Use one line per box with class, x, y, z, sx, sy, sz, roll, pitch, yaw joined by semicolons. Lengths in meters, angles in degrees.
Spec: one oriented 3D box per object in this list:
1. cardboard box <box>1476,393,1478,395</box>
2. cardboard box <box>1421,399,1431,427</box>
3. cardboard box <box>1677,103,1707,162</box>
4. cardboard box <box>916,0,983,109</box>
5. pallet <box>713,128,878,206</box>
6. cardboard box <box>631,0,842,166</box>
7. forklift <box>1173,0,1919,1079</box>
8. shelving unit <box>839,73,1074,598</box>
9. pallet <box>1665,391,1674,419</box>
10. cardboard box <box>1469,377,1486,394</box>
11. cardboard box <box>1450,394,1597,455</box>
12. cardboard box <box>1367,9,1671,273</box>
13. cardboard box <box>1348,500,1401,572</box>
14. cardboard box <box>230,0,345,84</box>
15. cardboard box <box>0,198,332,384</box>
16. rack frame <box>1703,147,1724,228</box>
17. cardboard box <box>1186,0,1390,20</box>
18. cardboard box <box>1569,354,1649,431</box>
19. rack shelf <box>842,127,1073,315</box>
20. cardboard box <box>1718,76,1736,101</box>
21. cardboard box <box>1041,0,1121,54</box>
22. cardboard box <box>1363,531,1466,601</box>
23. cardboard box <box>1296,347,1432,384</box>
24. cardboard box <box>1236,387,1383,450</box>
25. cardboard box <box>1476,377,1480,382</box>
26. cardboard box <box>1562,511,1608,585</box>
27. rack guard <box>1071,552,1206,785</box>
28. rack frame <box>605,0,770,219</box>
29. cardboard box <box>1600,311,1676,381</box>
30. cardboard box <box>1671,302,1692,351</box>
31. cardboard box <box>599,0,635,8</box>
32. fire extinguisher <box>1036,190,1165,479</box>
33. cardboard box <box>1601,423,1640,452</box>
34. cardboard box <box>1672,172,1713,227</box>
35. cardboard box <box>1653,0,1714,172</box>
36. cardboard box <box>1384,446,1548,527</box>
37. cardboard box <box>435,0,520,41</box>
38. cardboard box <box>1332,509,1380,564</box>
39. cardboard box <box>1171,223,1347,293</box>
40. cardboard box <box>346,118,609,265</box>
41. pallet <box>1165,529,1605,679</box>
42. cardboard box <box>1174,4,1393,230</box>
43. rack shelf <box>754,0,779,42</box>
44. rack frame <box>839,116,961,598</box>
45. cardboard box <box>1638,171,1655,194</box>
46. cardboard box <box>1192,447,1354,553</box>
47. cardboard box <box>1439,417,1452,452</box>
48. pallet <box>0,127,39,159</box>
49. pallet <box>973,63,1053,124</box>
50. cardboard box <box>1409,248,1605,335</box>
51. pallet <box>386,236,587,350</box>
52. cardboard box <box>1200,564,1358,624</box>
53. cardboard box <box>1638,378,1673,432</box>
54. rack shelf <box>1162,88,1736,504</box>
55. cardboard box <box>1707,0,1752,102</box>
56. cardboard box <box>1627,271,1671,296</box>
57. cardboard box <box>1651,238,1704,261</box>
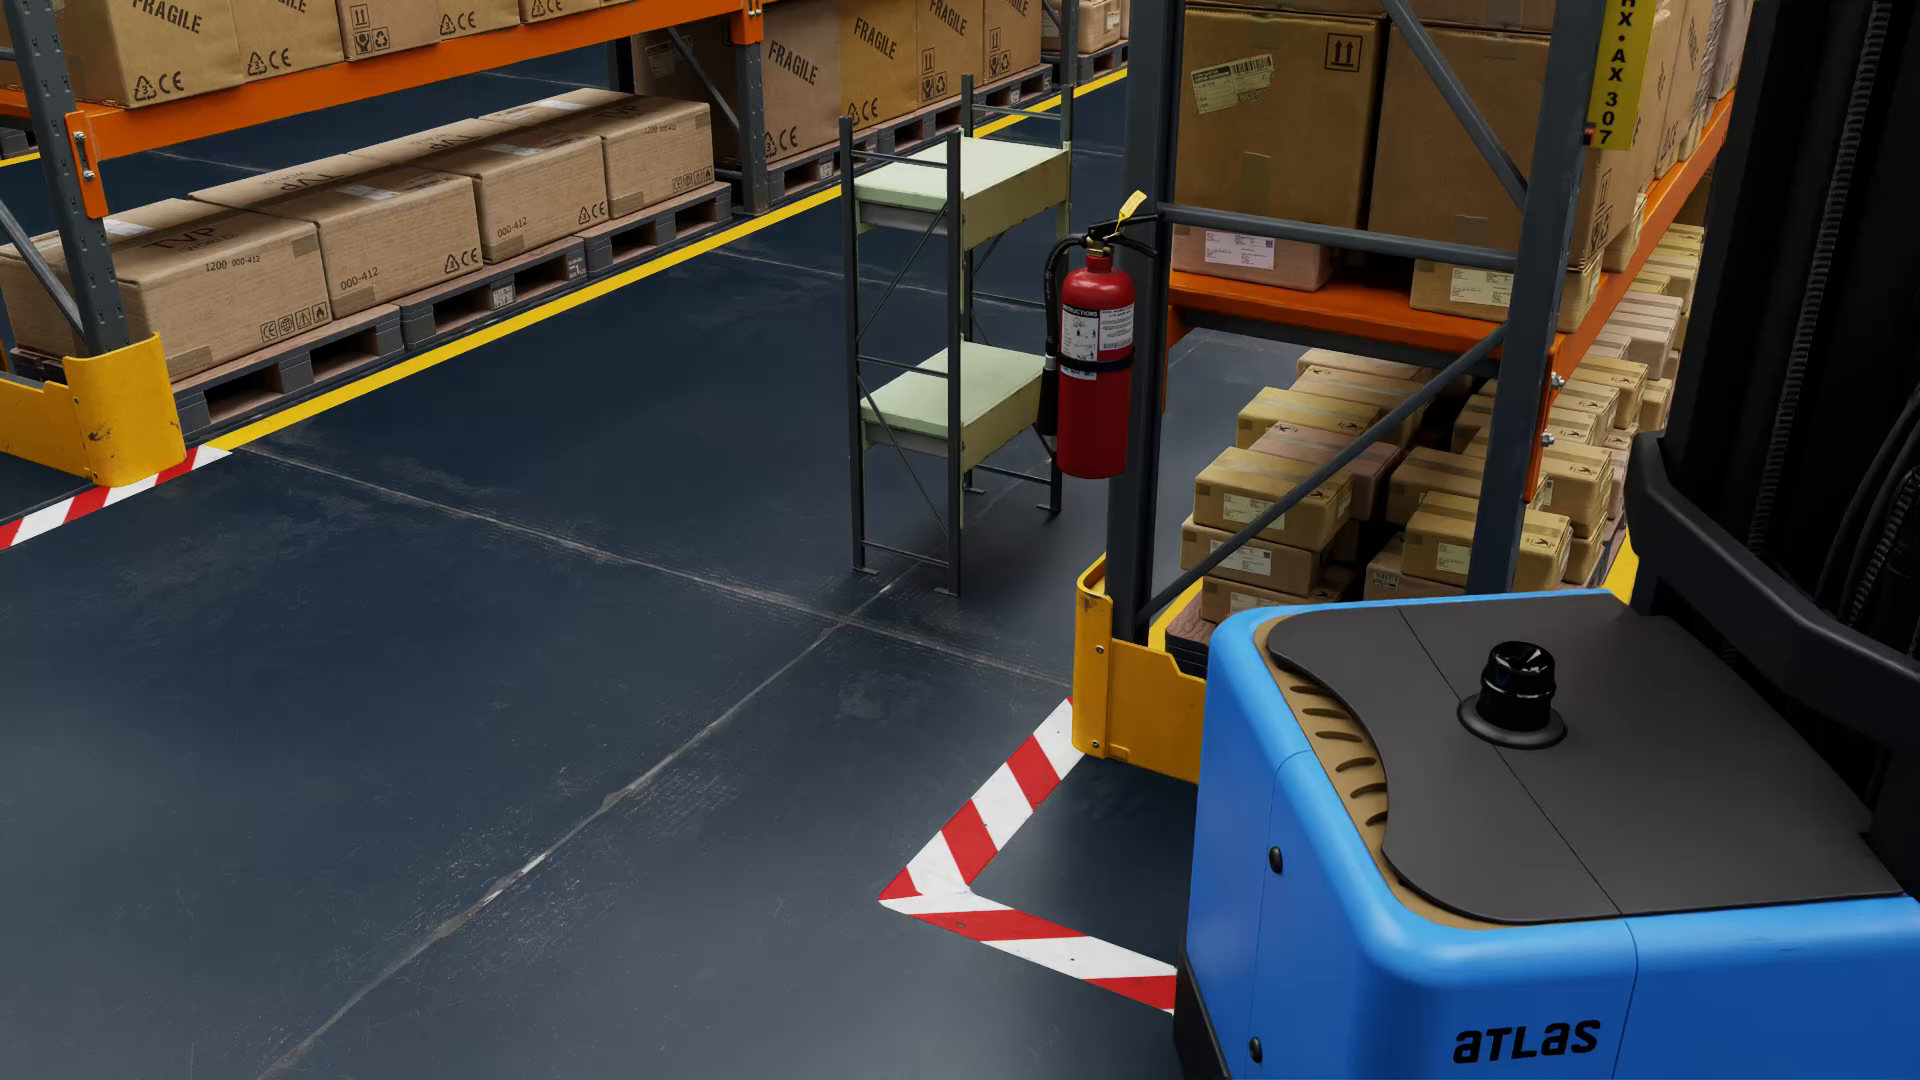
cardboard box;1.917;-0.395;5.572;0.380;0.149;0.250;16;31;29
cardboard box;1.351;-0.399;5.580;0.380;0.149;0.250;15;30;27
cardboard box;2.167;-1.336;5.348;0.380;0.149;0.250;15;30;27
cardboard box;-0.436;-3.486;11.267;0.875;0.875;0.875;15;30;27
pallet;-1.235;-2.357;10.223;1.003;0.211;1.213;14;30;26
cardboard box;-1.314;-2.784;9.864;0.875;0.875;0.875;15;30;28
forklift;2.002;-0.088;2.651;3.031;2.935;1.130;-3;27;-6
shelving unit;0.003;-0.673;5.419;0.431;1.500;0.755;14;30;26
pallet;2.511;-0.720;6.952;1.003;0.211;1.213;14;30;26
cardboard box;1.748;-0.563;6.240;0.380;0.149;0.250;13;30;25
cardboard box;1.712;-0.304;5.058;0.380;0.149;0.250;13;29;24
cardboard box;1.304;-0.969;3.891;0.500;0.500;0.500;16;31;28
cardboard box;1.163;-0.048;5.210;0.380;0.149;0.250;14;30;26
cardboard box;-2.806;-2.100;6.482;0.500;0.500;0.500;14;30;25
cardboard box;-3.279;-1.049;6.888;0.875;0.438;0.875;13;29;24
rack frame;2.810;-2.236;6.866;1.000;3.000;0.127;14;30;26
cardboard box;0.851;-1.535;3.905;0.500;0.500;0.500;14;30;25
cardboard box;2.026;-0.503;5.455;0.380;0.149;0.250;15;30;27
rack shelf;0.003;-1.022;5.245;0.431;0.370;0.720;14;30;26
cardboard box;2.658;-1.746;6.167;0.380;0.149;0.250;15;30;28
cardboard box;0.705;-4.076;13.009;0.950;0.372;0.625;12;29;23
cardboard box;1.324;0.129;4.525;0.380;0.149;0.250;16;31;28
cardboard box;1.339;-0.536;5.522;0.380;0.149;0.250;15;30;28
cardboard box;1.073;-0.333;5.114;0.380;0.149;0.250;13;30;25
cardboard box;1.748;-0.699;6.179;0.380;0.149;0.250;14;30;26
cardboard box;1.774;-0.018;5.150;0.380;0.149;0.250;15;30;27
rack guard;0.880;0.411;4.371;1.175;0.500;0.348;14;30;26
rack frame;-1.549;-3.287;8.965;1.000;3.000;0.127;14;30;26
cardboard box;2.284;-0.695;5.838;0.380;0.149;0.250;13;29;24
cardboard box;2.693;-0.873;6.526;0.380;0.149;0.250;13;29;24
cardboard box;-1.803;-2.893;8.066;0.500;0.500;0.500;13;30;25
fire extinguisher;0.317;-0.479;3.860;0.296;0.674;0.183;14;30;26
cardboard box;2.128;-0.330;5.773;0.380;0.149;0.250;14;30;26
cardboard box;3.405;-1.536;7.790;0.500;0.500;0.500;15;30;28
cardboard box;1.797;-1.371;4.695;0.500;0.500;0.500;15;30;27
cardboard box;1.427;-0.120;4.689;0.380;0.149;0.250;15;30;27
cardboard box;-2.309;-2.493;7.267;0.500;0.500;0.500;15;30;28
cardboard box;1.029;-0.082;4.946;0.380;0.149;0.250;13;30;25
cardboard box;0.757;-0.754;4.186;0.380;0.149;0.250;14;30;26
cardboard box;-2.391;-1.759;8.306;0.875;0.438;0.875;13;29;25
pallet;1.310;0.231;5.052;1.003;0.211;1.213;14;30;26
cardboard box;0.839;-1.087;4.126;0.500;0.500;0.500;15;30;27
rack shelf;-0.565;-3.745;10.683;1.077;0.370;4.000;14;30;26
rack frame;-0.177;-0.531;5.135;0.400;1.500;0.023;14;30;26
cardboard box;1.864;-1.142;4.961;0.380;0.149;0.250;14;30;25
cardboard box;0.882;-0.118;4.687;0.380;0.149;0.250;15;30;27
cardboard box;1.496;-0.362;5.838;0.380;0.149;0.250;15;30;27
pallet;-6.211;-2.864;11.236;1.003;0.211;1.213;14;30;26
pallet;-0.035;-3.308;12.123;1.003;0.211;1.213;14;30;26
cardboard box;1.287;-0.619;3.916;0.380;0.149;0.250;14;30;26
pallet;-2.591;-1.283;8.078;1.003;0.211;1.213;14;30;26
cardboard box;0.920;0.159;4.798;0.380;0.149;0.250;15;30;27
cardboard box;2.405;-0.518;6.149;0.380;0.149;0.250;14;30;26
rack shelf;1.826;-1.135;5.470;1.077;0.370;4.000;14;30;26
cardboard box;2.316;-1.767;5.486;0.500;0.500;0.500;14;30;26
cardboard box;2.459;-0.928;6.305;0.380;0.149;0.250;15;30;28
cardboard box;2.771;-1.111;6.669;0.380;0.149;0.250;15;30;27
